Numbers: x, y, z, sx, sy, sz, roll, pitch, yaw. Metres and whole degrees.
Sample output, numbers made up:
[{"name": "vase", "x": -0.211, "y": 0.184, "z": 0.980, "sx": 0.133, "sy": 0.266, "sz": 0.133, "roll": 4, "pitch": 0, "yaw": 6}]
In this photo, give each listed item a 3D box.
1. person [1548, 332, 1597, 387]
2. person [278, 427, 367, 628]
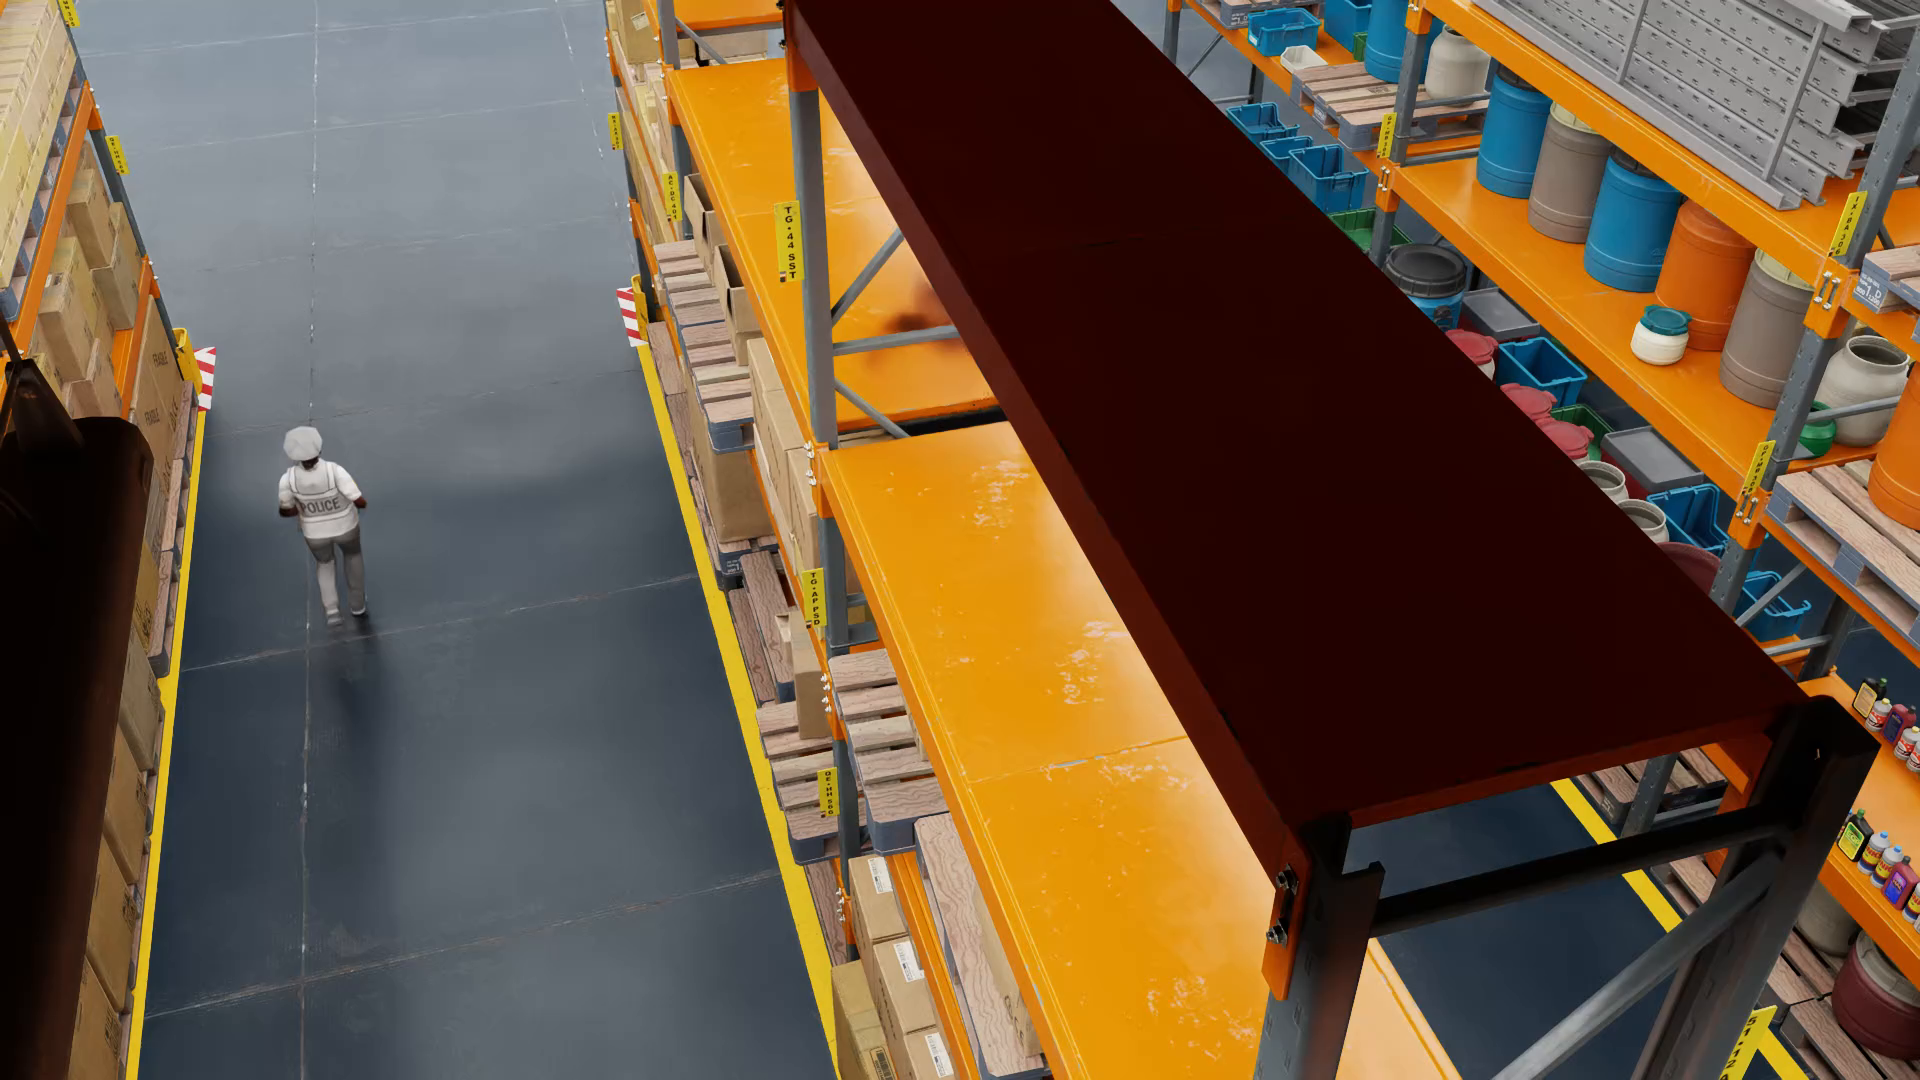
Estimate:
[{"name": "person", "x": 5.314, "y": -1.977, "z": 13.940, "sx": 0.689, "sy": 1.736, "sz": 0.667, "roll": -18, "pitch": 42, "yaw": -21}, {"name": "person", "x": -4.378, "y": -0.079, "z": 11.594, "sx": 0.559, "sy": 1.652, "sz": 0.612, "roll": -9, "pitch": 39, "yaw": -11}]
